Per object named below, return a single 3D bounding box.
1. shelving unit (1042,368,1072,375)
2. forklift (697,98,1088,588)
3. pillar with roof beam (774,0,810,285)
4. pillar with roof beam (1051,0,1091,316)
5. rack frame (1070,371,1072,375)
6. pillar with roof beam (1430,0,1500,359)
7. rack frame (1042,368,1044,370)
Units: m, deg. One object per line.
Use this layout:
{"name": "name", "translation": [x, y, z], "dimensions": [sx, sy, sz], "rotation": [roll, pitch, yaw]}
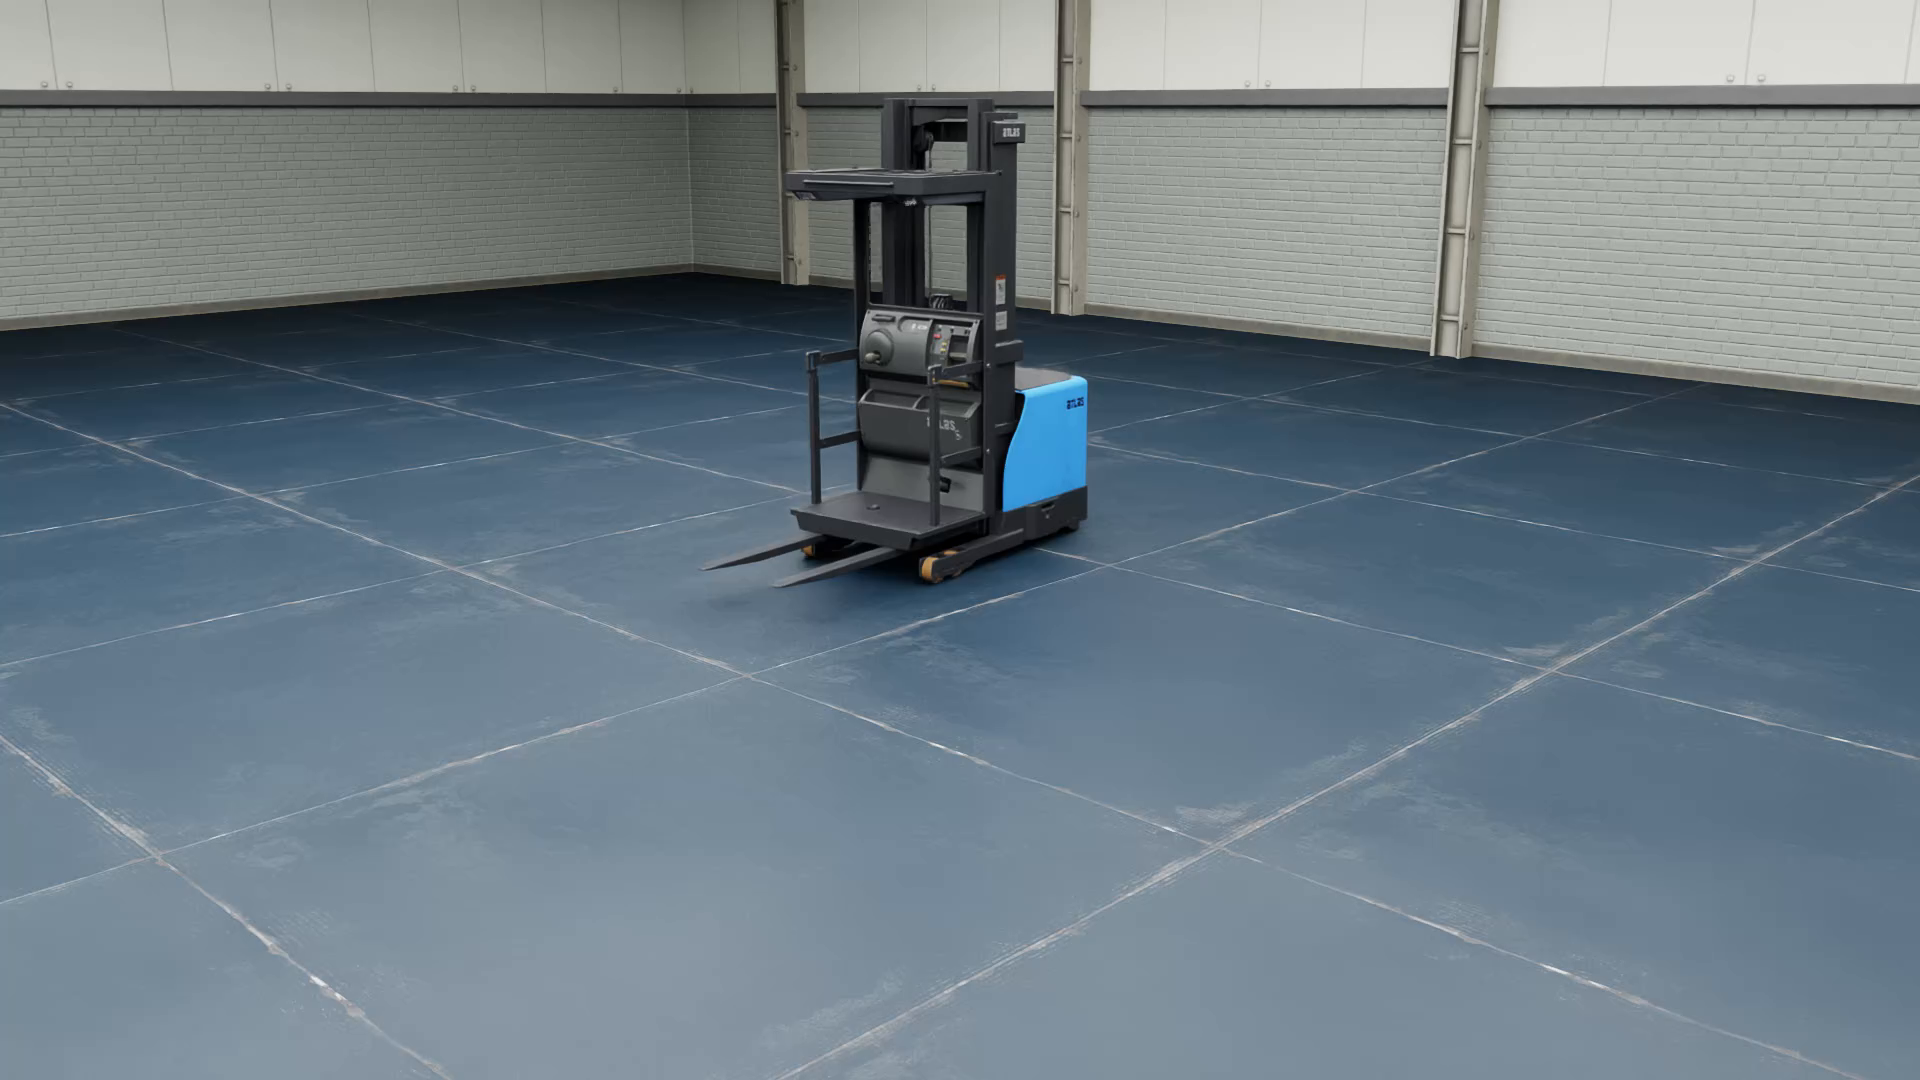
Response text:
{"name": "shelving unit", "translation": [0.641, -0.699, 12.033], "dimensions": [0.252, 1.050, 0.215], "rotation": [11, 18, 36]}
{"name": "forklift", "translation": [-0.391, -1.288, 10.563], "dimensions": [1.130, 2.935, 3.031], "rotation": [11, 18, 36]}
{"name": "pillar with roof beam", "translation": [-5.752, -7.880, 23.829], "dimensions": [0.400, 9.000, 9.100], "rotation": [14, 20, 42]}
{"name": "pillar with roof beam", "translation": [-1.432, -6.830, 19.799], "dimensions": [0.400, 9.000, 9.100], "rotation": [14, 20, 42]}
{"name": "rack frame", "translation": [0.738, -0.681, 11.962], "dimensions": [0.008, 1.050, 0.200], "rotation": [11, 18, 36]}
{"name": "pillar with roof beam", "translation": [2.887, -5.780, 15.769], "dimensions": [0.400, 9.000, 9.100], "rotation": [14, 20, 42]}
{"name": "rack frame", "translation": [0.544, -0.718, 12.104], "dimensions": [0.008, 1.050, 0.200], "rotation": [11, 18, 36]}
